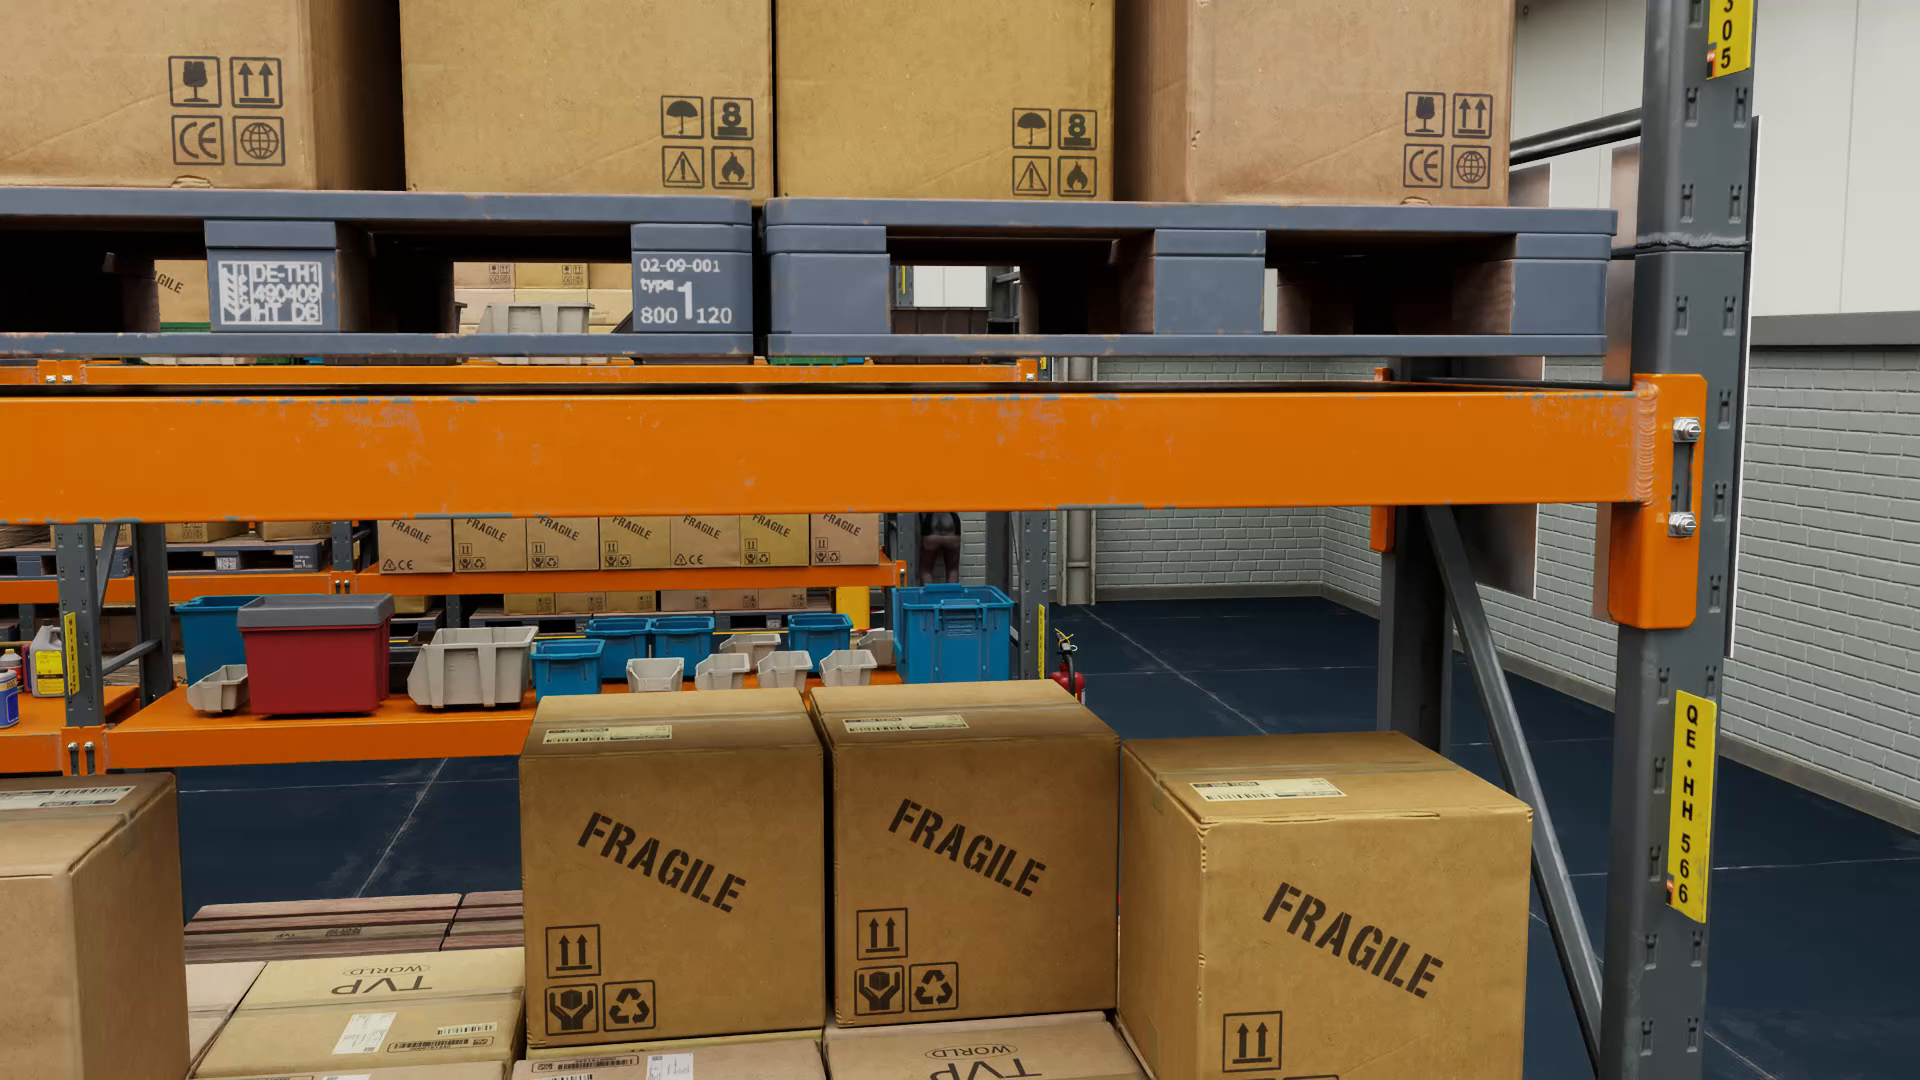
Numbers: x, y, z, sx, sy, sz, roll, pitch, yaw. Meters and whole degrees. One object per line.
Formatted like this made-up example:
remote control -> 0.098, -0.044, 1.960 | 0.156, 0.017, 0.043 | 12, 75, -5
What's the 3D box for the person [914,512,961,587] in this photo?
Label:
person -> -0.265, 0.060, 18.390 | 0.469, 1.480, 0.796 | -1, 7, -12
